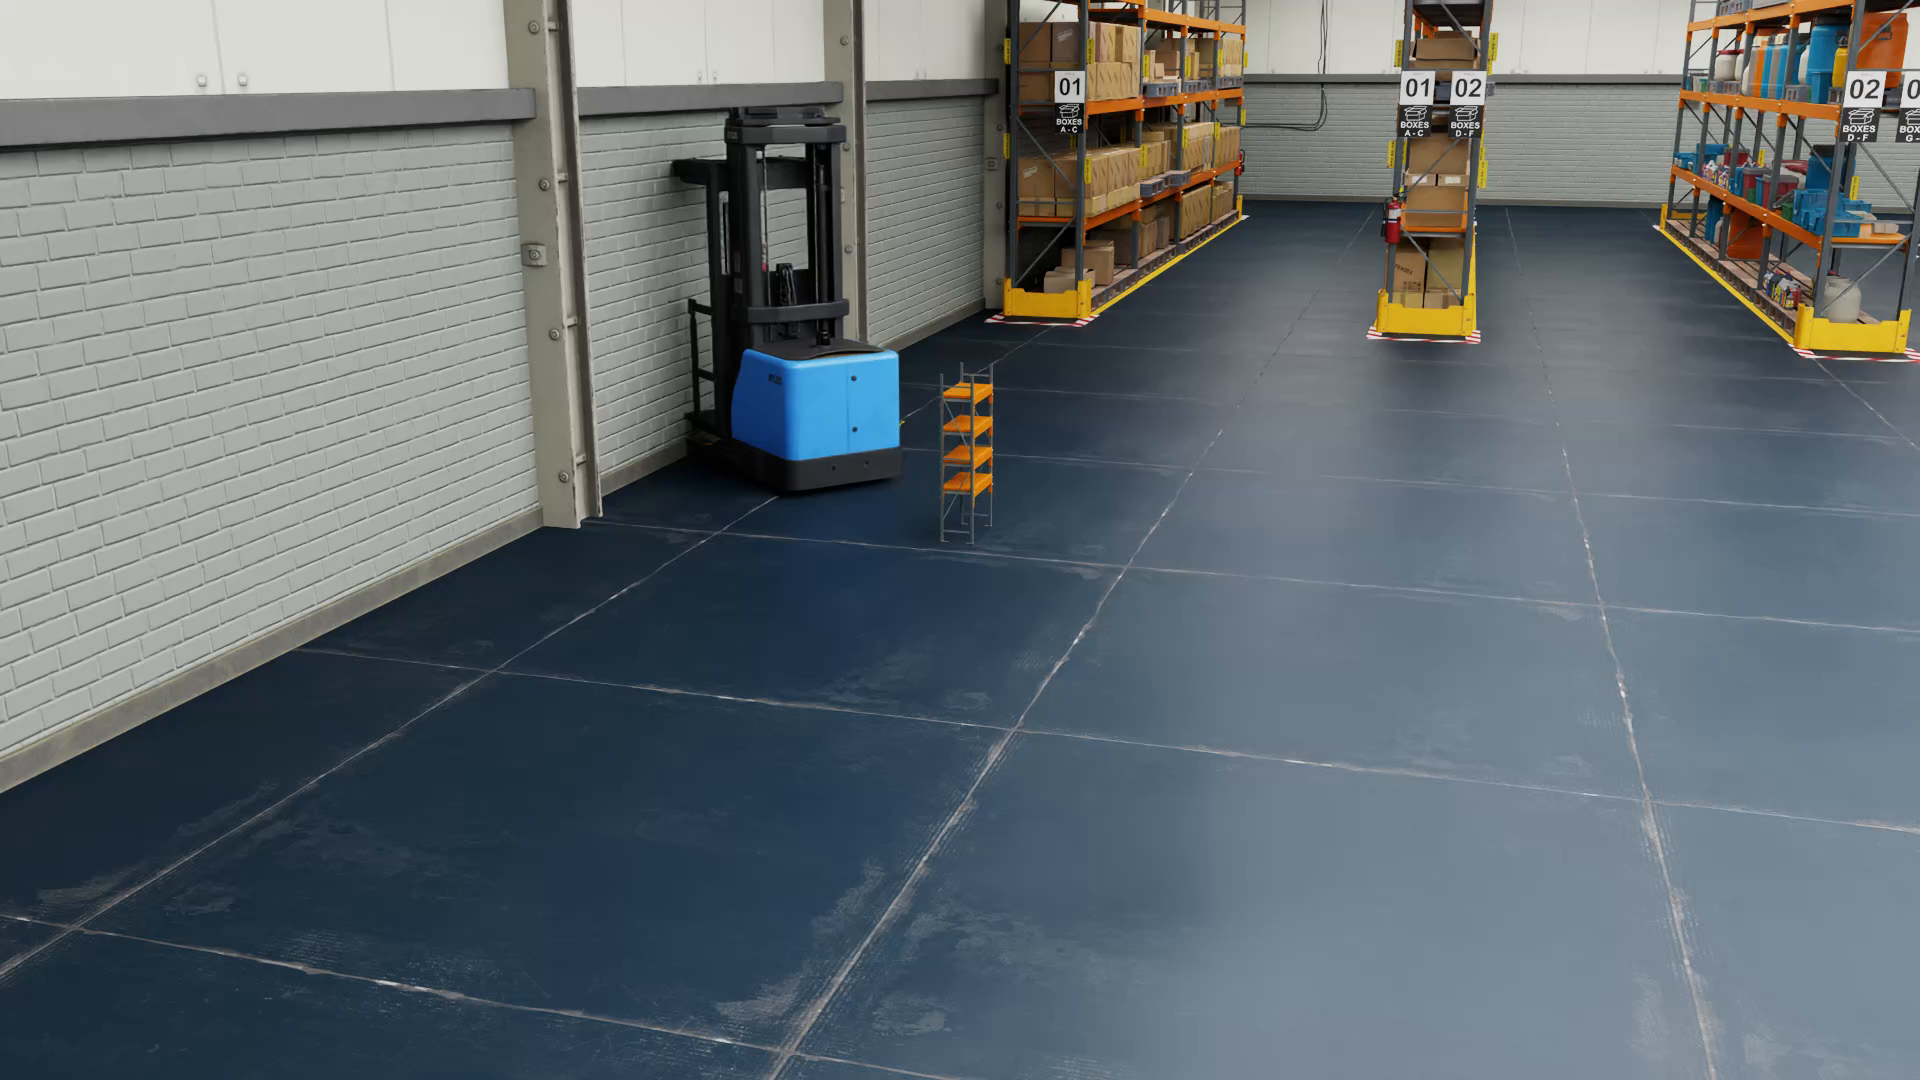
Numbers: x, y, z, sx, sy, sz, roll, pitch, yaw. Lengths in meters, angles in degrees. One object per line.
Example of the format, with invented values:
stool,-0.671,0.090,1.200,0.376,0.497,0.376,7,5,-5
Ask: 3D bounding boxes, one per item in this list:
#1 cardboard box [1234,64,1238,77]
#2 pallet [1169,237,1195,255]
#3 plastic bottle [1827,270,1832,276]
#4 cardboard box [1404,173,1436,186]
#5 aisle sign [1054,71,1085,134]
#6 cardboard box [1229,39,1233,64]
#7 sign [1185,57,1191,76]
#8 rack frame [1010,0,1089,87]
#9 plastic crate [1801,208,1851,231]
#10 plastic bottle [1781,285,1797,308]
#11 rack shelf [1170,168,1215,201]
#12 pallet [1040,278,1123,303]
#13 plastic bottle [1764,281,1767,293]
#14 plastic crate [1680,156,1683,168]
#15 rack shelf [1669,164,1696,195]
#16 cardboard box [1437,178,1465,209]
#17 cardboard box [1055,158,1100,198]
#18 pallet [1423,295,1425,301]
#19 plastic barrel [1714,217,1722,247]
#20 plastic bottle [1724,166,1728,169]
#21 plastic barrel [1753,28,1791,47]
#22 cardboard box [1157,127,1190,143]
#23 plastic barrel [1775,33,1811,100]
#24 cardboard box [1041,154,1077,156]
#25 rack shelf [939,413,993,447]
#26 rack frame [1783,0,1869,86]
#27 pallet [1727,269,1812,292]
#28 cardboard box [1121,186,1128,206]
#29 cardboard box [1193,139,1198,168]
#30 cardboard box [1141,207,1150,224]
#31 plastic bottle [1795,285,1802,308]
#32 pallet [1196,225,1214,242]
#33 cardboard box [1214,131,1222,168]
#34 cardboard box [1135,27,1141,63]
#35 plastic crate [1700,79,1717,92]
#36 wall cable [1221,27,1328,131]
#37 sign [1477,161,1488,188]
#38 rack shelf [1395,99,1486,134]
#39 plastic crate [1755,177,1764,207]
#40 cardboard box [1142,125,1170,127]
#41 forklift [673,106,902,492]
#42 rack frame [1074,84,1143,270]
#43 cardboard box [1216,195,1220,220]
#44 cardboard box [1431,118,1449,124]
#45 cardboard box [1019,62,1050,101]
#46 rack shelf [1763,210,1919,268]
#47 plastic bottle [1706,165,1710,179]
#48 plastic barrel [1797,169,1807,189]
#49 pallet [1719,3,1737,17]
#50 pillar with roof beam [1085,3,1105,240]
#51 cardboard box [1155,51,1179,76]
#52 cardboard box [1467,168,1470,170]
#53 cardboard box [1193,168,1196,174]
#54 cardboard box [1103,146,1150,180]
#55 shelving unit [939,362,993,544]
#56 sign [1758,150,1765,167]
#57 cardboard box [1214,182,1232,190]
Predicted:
cardboard box,5.603,-9.938,35.194,0.500,0.250,0.500,4,16,14
pallet,3.726,-5.431,30.590,1.003,0.211,1.213,5,16,16
plastic bottle,11.885,-3.504,22.734,0.144,0.351,0.185,4,16,14
cardboard box,5.833,-4.571,21.076,0.380,0.149,0.250,4,16,15
aisle sign,1.424,-5.688,21.621,0.394,0.787,0.004,5,16,16
cardboard box,5.313,-10.030,34.145,0.500,0.500,0.500,5,17,16
sign,3.950,-8.221,28.873,0.100,0.325,0.005,5,16,16
rack frame,1.156,-7.365,21.306,1.000,3.000,0.127,5,16,16
plastic crate,10.700,-3.963,20.577,0.499,0.251,0.408,5,16,16
plastic bottle,10.855,-3.191,21.766,0.152,0.276,0.135,5,17,16
rack shelf,3.998,-6.749,31.446,1.077,0.370,4.000,5,16,16
pallet,1.791,-3.686,24.436,1.003,0.211,1.213,5,16,16
plastic bottle,11.223,-3.520,23.065,0.097,0.201,0.097,0,16,0
plastic crate,14.442,-7.462,32.836,0.416,0.233,0.300,5,16,16
rack shelf,14.634,-7.028,32.427,1.077,0.370,4.000,5,16,16
cardboard box,6.489,-4.671,22.616,0.700,0.500,0.500,5,17,18
cardboard box,1.580,-4.879,22.398,0.500,0.500,0.500,5,16,16
pallet,6.433,-3.276,22.992,1.003,0.211,1.213,5,16,16
plastic barrel,13.447,-5.389,29.120,0.421,0.512,0.421,0,16,0
plastic bottle,13.451,-6.445,29.283,0.152,0.276,0.135,5,16,16
plastic barrel,13.093,-7.804,26.792,0.600,0.830,0.708,5,16,16
cardboard box,3.814,-7.240,29.719,0.500,0.250,0.500,5,17,17
plastic barrel,11.728,-6.592,23.156,0.600,0.901,0.708,5,16,16
cardboard box,1.382,-5.184,23.472,0.500,0.500,0.500,4,16,14
rack shelf,0.047,-0.771,11.776,0.258,0.148,0.480,5,16,16
rack frame,11.792,-7.644,22.287,1.000,3.000,0.127,5,16,16
pallet,12.323,-3.945,25.350,1.003,0.211,1.213,5,16,16
cardboard box,2.172,-5.053,24.386,0.500,0.250,0.500,5,16,16
cardboard box,4.113,-7.146,30.762,0.500,0.500,0.500,5,16,16
cardboard box,2.912,-5.470,28.019,0.500,0.250,0.500,5,16,16
plastic bottle,10.957,-3.186,21.737,0.061,0.283,0.133,5,16,16
pallet,4.420,-6.069,32.841,1.003,0.211,1.213,5,16,16
cardboard box,4.736,-7.904,33.648,0.980,0.700,0.700,5,17,17
cardboard box,2.411,-7.355,24.715,0.500,0.500,0.500,3,16,11
plastic crate,14.018,-8.476,31.025,0.416,0.233,0.300,5,16,16
wall cable,7.653,-11.510,41.607,3.097,2.526,0.112,5,16,16
sign,6.437,-4.506,20.487,0.100,0.325,0.005,5,16,16
rack shelf,6.475,-5.716,22.307,1.077,0.370,4.000,5,16,16
plastic crate,11.807,-5.062,24.210,0.392,0.384,0.575,5,16,16
cardboard box,3.610,-7.542,30.782,0.500,0.250,0.500,4,16,14
forklift,-1.689,-2.135,13.984,1.130,2.935,3.031,-10,19,-31
rack frame,2.293,-5.526,25.814,1.000,3.000,0.127,5,16,16
cardboard box,5.023,-6.937,34.601,0.700,0.500,0.500,4,16,15
cardboard box,9.213,-7.917,32.229,0.500,0.500,0.500,5,17,16
cardboard box,1.032,-6.109,22.153,0.500,0.500,0.500,6,17,20
rack shelf,11.223,-3.888,21.359,1.077,0.370,4.000,5,16,16
plastic bottle,13.405,-6.573,29.742,0.097,0.271,0.097,0,16,0
plastic barrel,12.274,-5.056,23.909,0.433,0.535,0.433,0,16,0
pallet,13.859,-9.234,28.974,1.003,0.211,1.213,5,16,16
pillar with roof beam,6.359,-8.851,26.545,9.100,9.000,0.400,5,16,16
cardboard box,3.510,-8.404,29.475,0.700,0.500,0.500,3,16,12
cardboard box,6.589,-4.879,22.163,0.380,0.149,0.250,4,16,15
cardboard box,4.252,-6.999,31.434,0.380,0.149,0.250,5,17,18
cardboard box,2.636,-6.062,26.714,0.700,0.500,0.500,6,17,22
shelving unit,0.047,-0.621,11.818,0.258,1.200,0.503,5,16,16
sign,14.592,-6.940,30.294,0.100,0.325,0.005,5,16,16
cardboard box,5.667,-7.671,36.000,0.380,0.149,0.250,5,17,17
